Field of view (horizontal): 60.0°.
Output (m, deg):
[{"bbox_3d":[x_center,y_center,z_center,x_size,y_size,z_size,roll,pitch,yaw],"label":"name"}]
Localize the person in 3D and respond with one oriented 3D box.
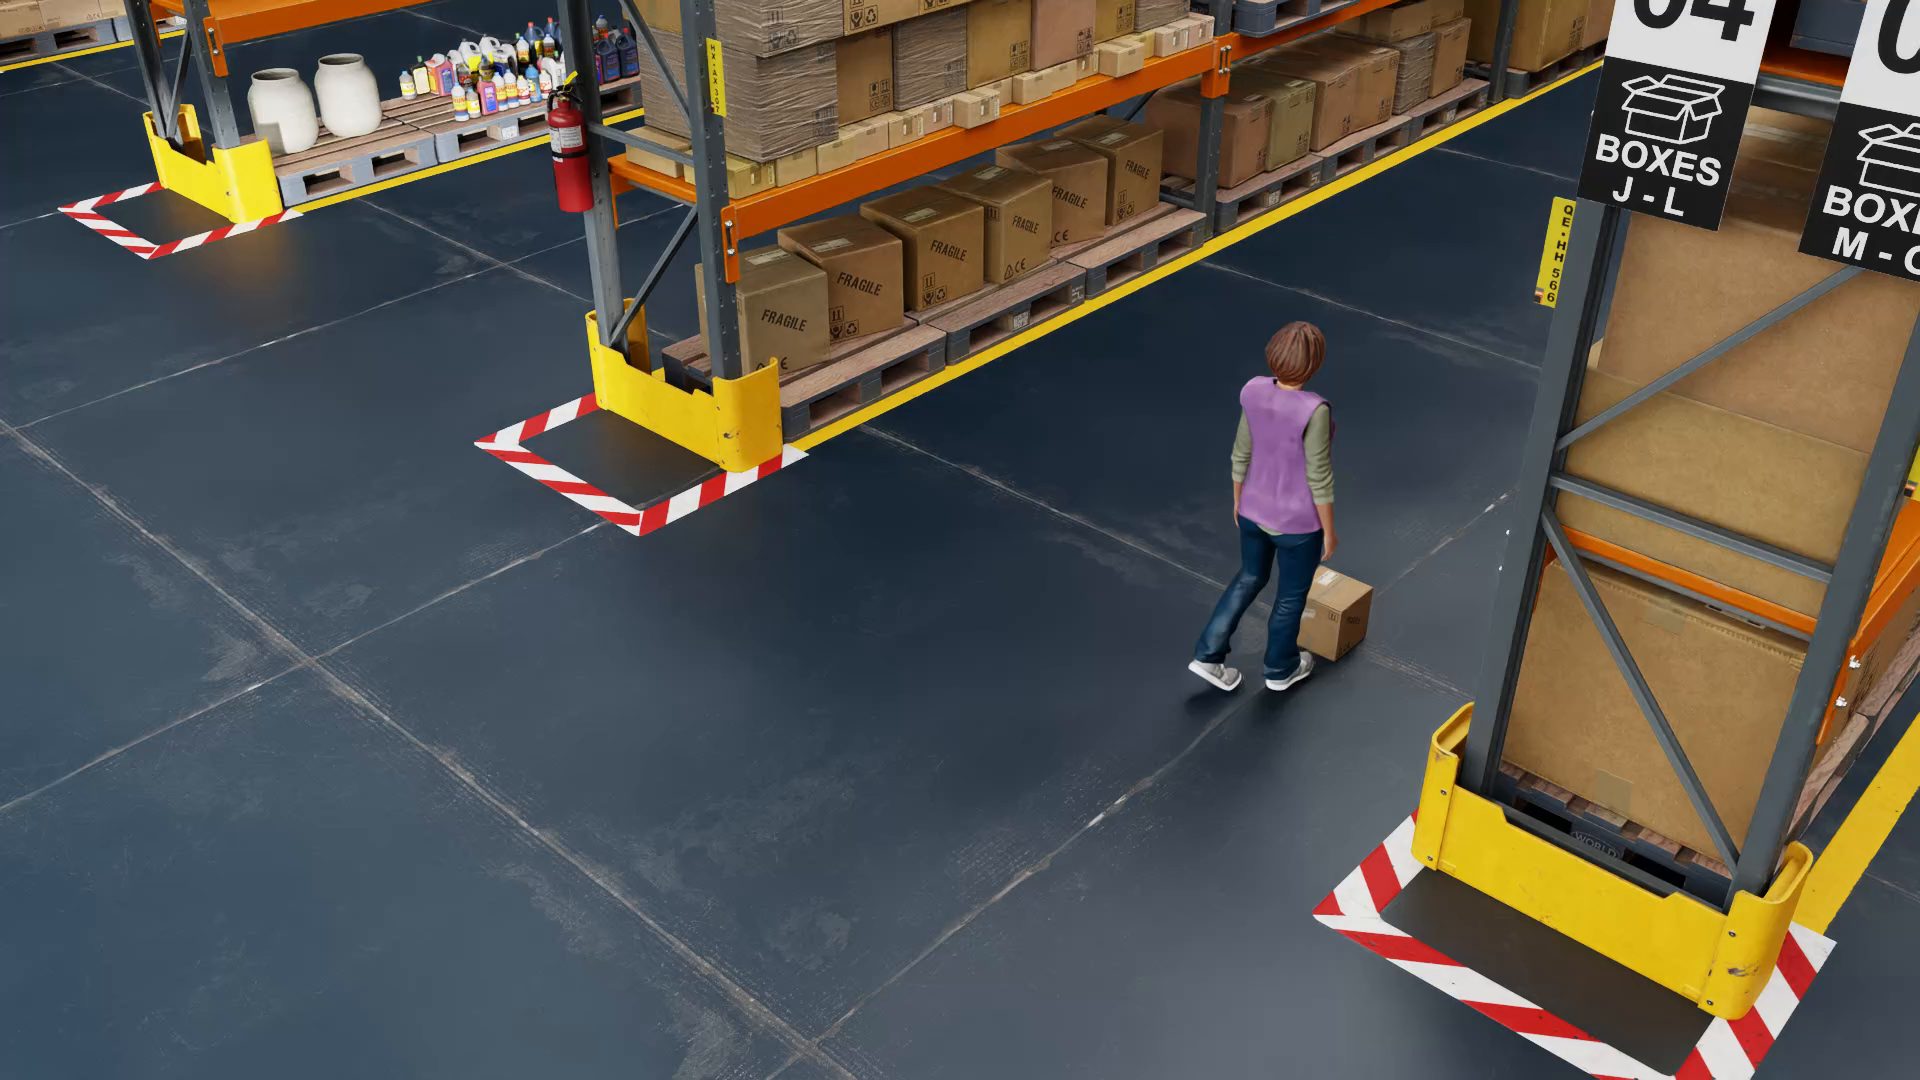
[{"bbox_3d":[1.217,-0.085,6.268,0.540,1.600,0.444,-24,39,-34],"label":"person"}]
